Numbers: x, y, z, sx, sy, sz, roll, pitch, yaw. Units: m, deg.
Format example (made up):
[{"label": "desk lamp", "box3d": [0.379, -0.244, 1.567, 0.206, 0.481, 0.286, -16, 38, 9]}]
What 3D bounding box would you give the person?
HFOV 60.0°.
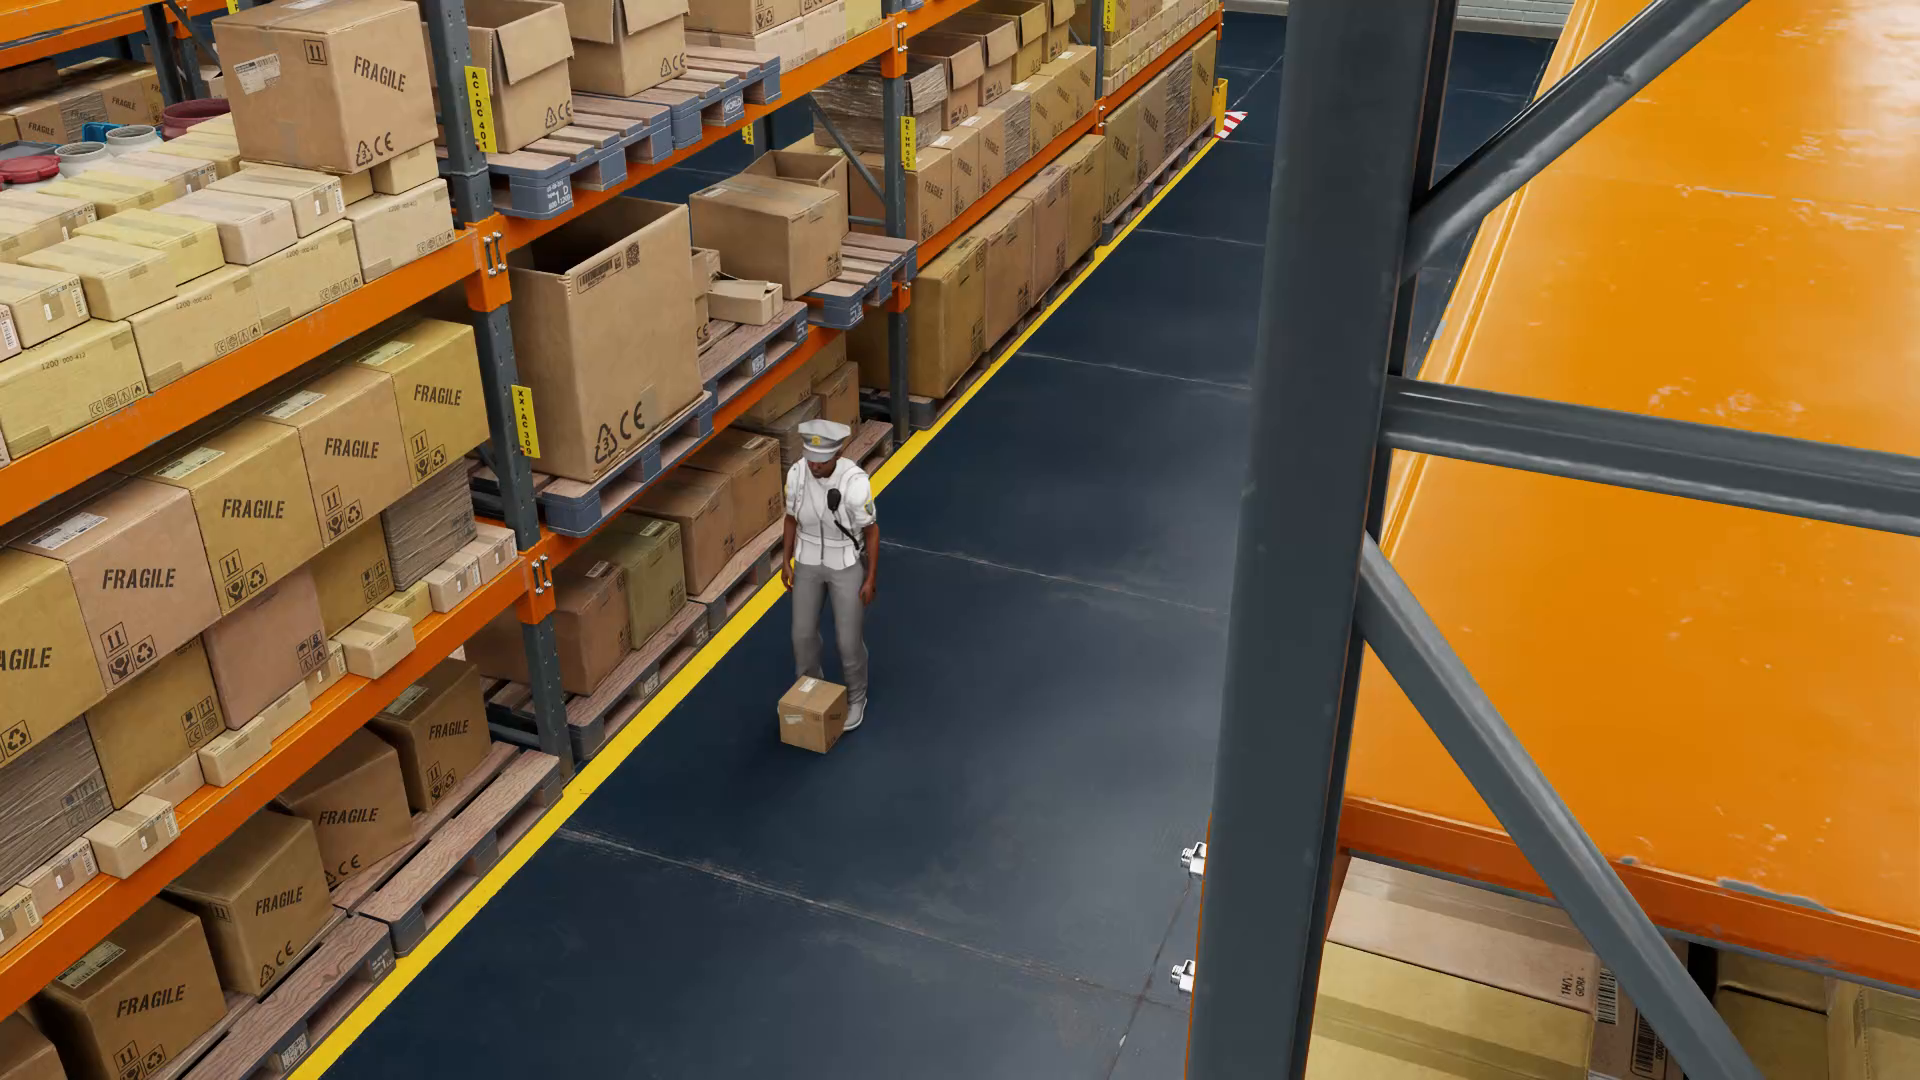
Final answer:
[{"label": "person", "box3d": [-0.660, 0.166, 8.102, 0.532, 1.658, 0.322, 10, 31, 16]}]
